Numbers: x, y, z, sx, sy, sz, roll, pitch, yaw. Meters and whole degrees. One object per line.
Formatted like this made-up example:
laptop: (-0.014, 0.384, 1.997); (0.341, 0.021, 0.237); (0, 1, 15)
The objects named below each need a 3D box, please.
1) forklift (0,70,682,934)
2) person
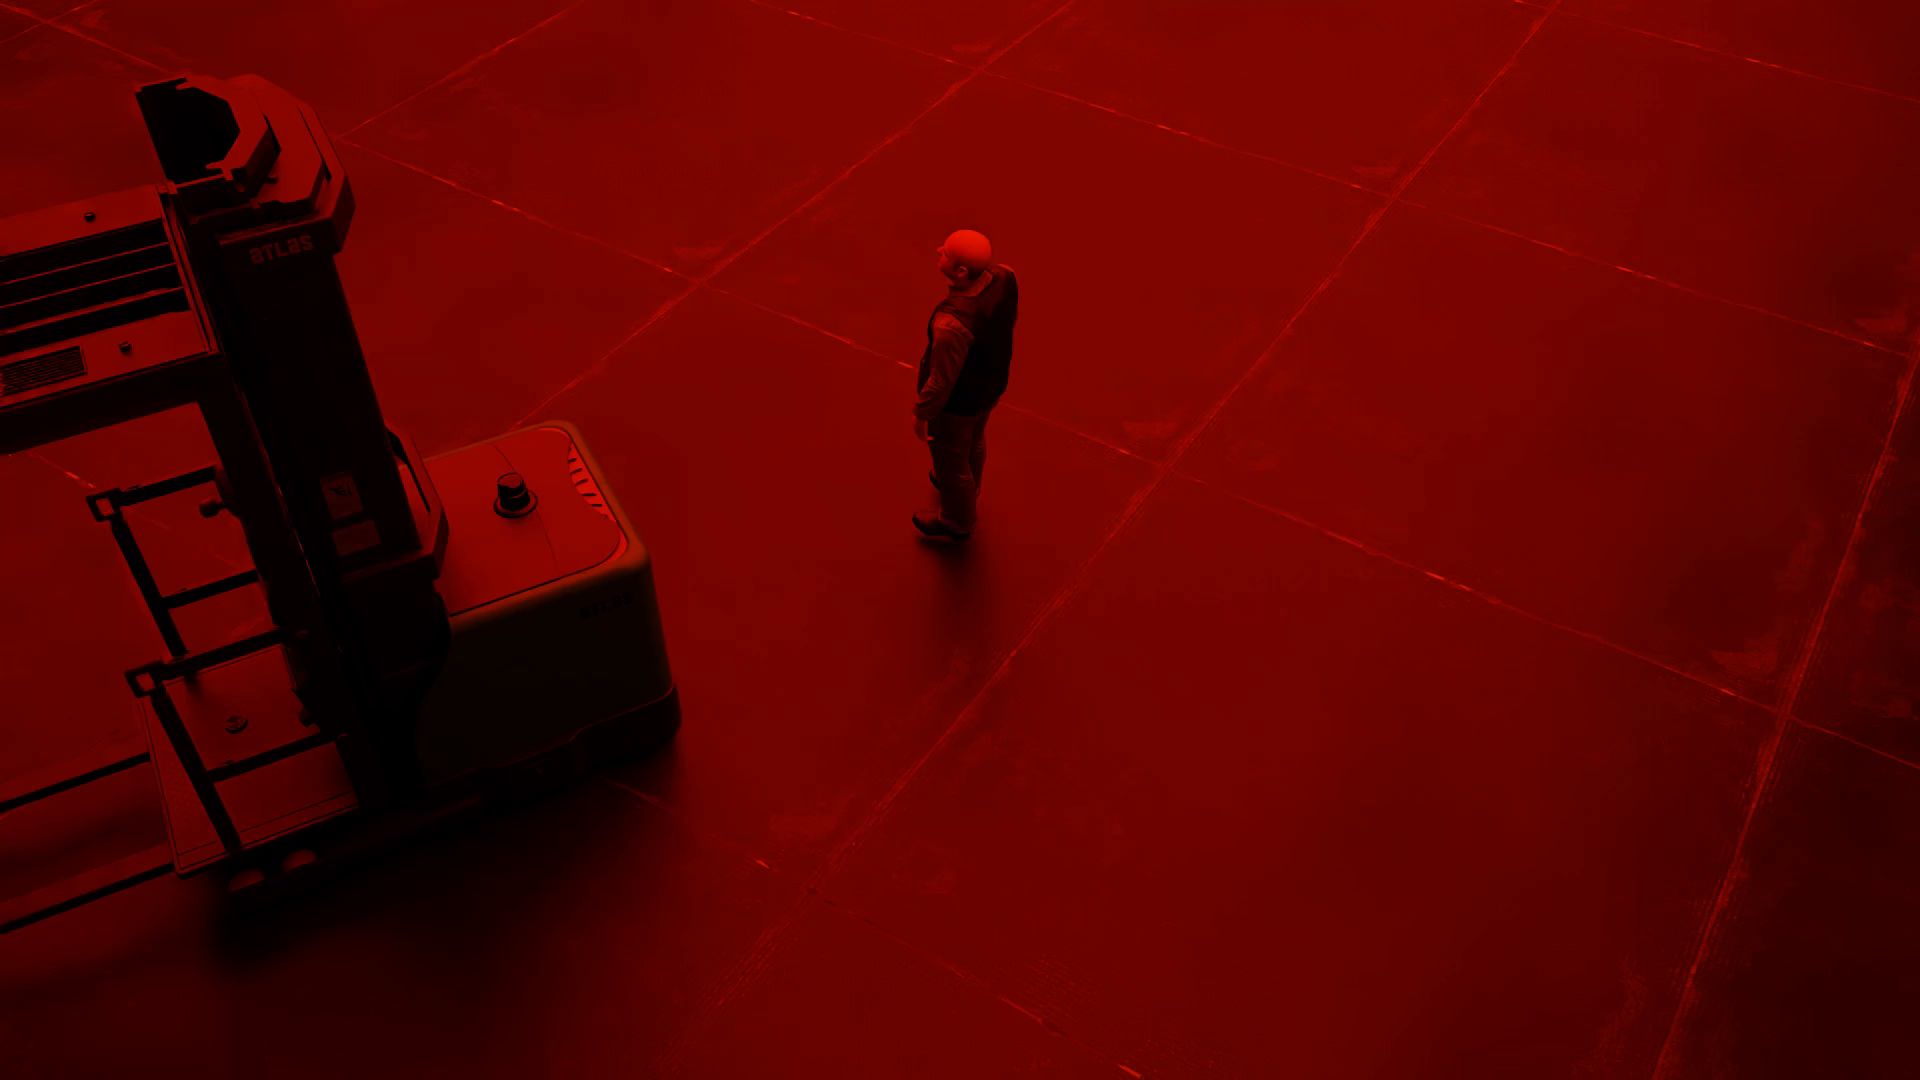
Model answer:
forklift: (-2.729, -0.044, 5.895); (3.031, 2.935, 1.130); (-20, 47, -20)
person: (-0.048, -0.687, 7.383); (0.568, 1.720, 0.631); (24, 48, 23)
